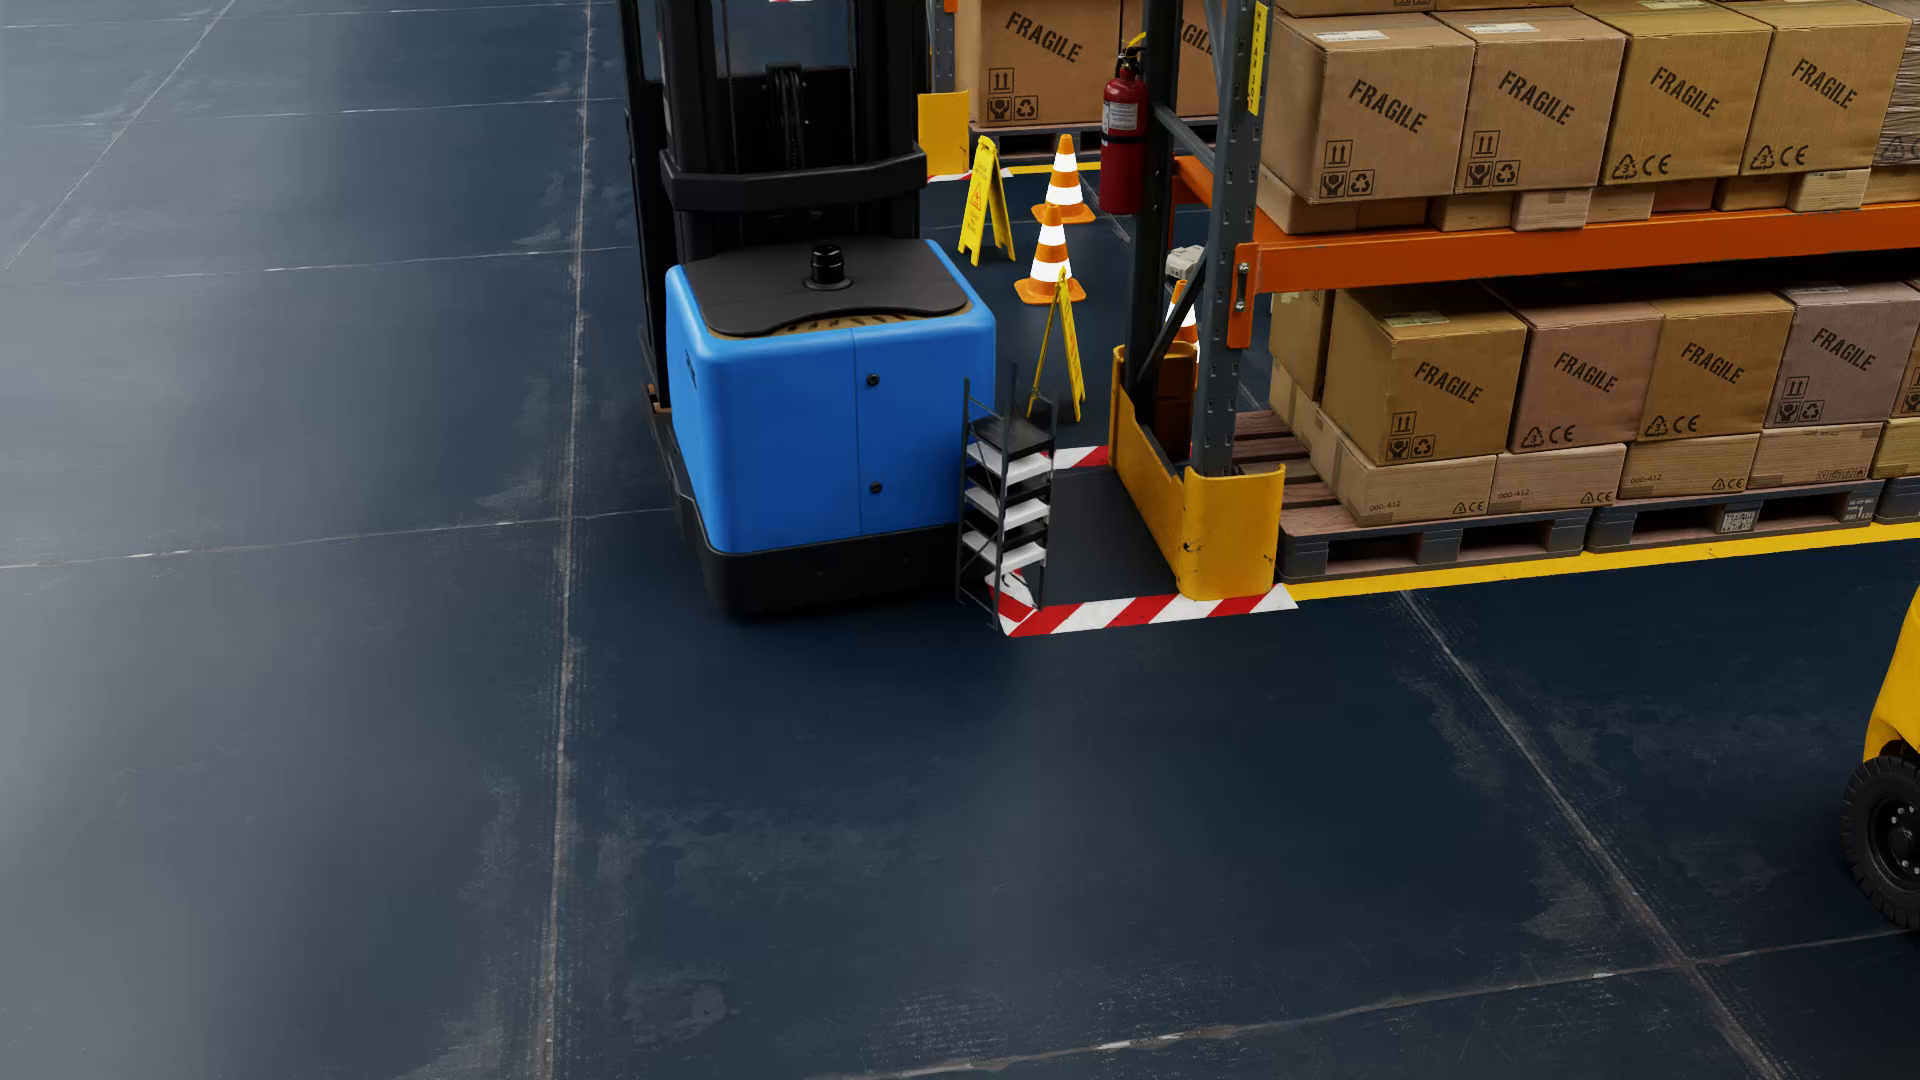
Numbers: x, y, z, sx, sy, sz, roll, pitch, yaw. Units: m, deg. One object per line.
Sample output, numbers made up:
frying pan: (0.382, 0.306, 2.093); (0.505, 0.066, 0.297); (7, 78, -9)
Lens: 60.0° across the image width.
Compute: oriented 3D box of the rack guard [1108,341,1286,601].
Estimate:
rack guard: (0.882, -0.296, 6.401); (0.348, 0.500, 1.175); (-5, 31, -9)

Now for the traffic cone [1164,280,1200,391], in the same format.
traffic cone: (0.998, -0.955, 7.560); (0.334, 0.463, 0.336); (-5, 31, -9)

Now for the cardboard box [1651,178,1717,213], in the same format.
cardboard box: (2.455, -1.294, 5.882); (0.250, 0.149, 0.380); (-4, 31, -7)

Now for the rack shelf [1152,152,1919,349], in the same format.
rack shelf: (2.774, -1.239, 6.249); (4.000, 0.370, 1.077); (-5, 31, -9)

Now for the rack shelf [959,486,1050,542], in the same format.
rack shelf: (0.153, -0.113, 5.745); (0.200, 0.077, 0.258); (-21, 40, -31)

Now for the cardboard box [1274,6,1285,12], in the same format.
cardboard box: (1.291, -1.725, 5.973); (0.500, 0.500, 0.500); (-6, 31, -10)

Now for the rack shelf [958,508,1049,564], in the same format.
rack shelf: (0.149, -0.038, 5.795); (0.200, 0.077, 0.258); (-21, 40, -31)

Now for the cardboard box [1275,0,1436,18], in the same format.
cardboard box: (1.270, -2.124, 5.666); (0.500, 0.500, 0.700); (-6, 31, -10)

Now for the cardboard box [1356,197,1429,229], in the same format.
cardboard box: (1.424, -1.216, 5.748); (0.250, 0.149, 0.380); (-5, 31, -8)

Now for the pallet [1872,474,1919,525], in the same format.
pallet: (4.087, -0.451, 6.950); (1.213, 0.211, 1.003); (-5, 31, -9)

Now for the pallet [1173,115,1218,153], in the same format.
pallet: (1.786, -2.845, 11.021); (1.213, 0.211, 1.003); (-5, 31, -9)

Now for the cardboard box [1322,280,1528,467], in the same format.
cardboard box: (1.674, -0.624, 6.051); (0.500, 0.500, 0.500); (-6, 31, -11)

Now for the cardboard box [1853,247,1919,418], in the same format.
cardboard box: (3.708, -0.815, 6.378); (0.500, 0.500, 0.500); (-5, 31, -8)

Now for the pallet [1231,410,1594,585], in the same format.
pallet: (1.687, -0.228, 6.571); (1.213, 0.211, 1.003); (-5, 31, -9)

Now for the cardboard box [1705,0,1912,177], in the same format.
cardboard box: (2.832, -1.589, 5.743); (0.500, 0.500, 0.500); (-6, 31, -10)

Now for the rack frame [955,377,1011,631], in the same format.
rack frame: (0.073, -0.109, 5.674); (0.006, 0.900, 0.240); (-21, 40, -31)

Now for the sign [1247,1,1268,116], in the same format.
sign: (0.905, -1.469, 5.076); (0.005, 0.325, 0.100); (-5, 31, -9)

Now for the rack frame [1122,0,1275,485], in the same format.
rack frame: (0.807, -1.366, 5.756); (0.127, 3.000, 1.000); (-5, 31, -9)

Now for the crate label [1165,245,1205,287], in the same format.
crate label: (1.226, -1.440, 8.705); (0.298, 0.136, 0.250); (-23, 38, -34)

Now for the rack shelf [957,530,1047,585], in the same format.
rack shelf: (0.146, 0.037, 5.845); (0.200, 0.077, 0.258); (-21, 40, -31)

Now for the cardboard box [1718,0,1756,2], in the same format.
cardboard box: (2.768, -2.241, 5.865); (0.500, 0.500, 0.700); (-5, 31, -9)

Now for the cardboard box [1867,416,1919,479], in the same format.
cardboard box: (3.687, -0.486, 6.557); (0.500, 0.250, 0.500); (-6, 31, -10)

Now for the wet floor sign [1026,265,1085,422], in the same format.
wet floor sign: (0.428, -0.868, 7.231); (0.232, 0.644, 0.267); (5, 31, 8)

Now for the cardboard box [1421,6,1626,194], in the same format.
cardboard box: (1.832, -1.491, 5.577); (0.500, 0.500, 0.500); (-4, 31, -7)

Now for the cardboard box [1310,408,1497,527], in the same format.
cardboard box: (1.650, -0.298, 6.237); (0.500, 0.250, 0.500); (-6, 31, -9)

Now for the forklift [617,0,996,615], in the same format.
forklift: (-0.765, -1.738, 6.456); (1.130, 2.935, 3.031); (-8, 31, -14)

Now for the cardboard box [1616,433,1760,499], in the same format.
cardboard box: (2.688, -0.397, 6.406); (0.500, 0.250, 0.500); (-3, 31, -6)

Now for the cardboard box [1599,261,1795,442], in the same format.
cardboard box: (2.682, -0.715, 6.207); (0.500, 0.500, 0.500); (-5, 31, -8)

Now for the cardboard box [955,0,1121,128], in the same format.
cardboard box: (0.471, -3.185, 10.531); (0.875, 0.875, 0.875); (-5, 31, -9)

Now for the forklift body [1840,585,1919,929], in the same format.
forklift body: (3.242, 0.391, 3.604); (1.214, 2.155, 2.313); (-5, 31, -9)

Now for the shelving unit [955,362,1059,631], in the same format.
shelving unit: (0.154, -0.141, 5.727); (0.210, 0.900, 0.258); (-21, 40, -31)

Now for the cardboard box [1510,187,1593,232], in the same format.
cardboard box: (1.958, -1.200, 5.721); (0.250, 0.149, 0.380); (-5, 31, -8)

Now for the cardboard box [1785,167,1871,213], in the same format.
cardboard box: (2.978, -1.297, 5.887); (0.250, 0.149, 0.380); (-5, 31, -9)
